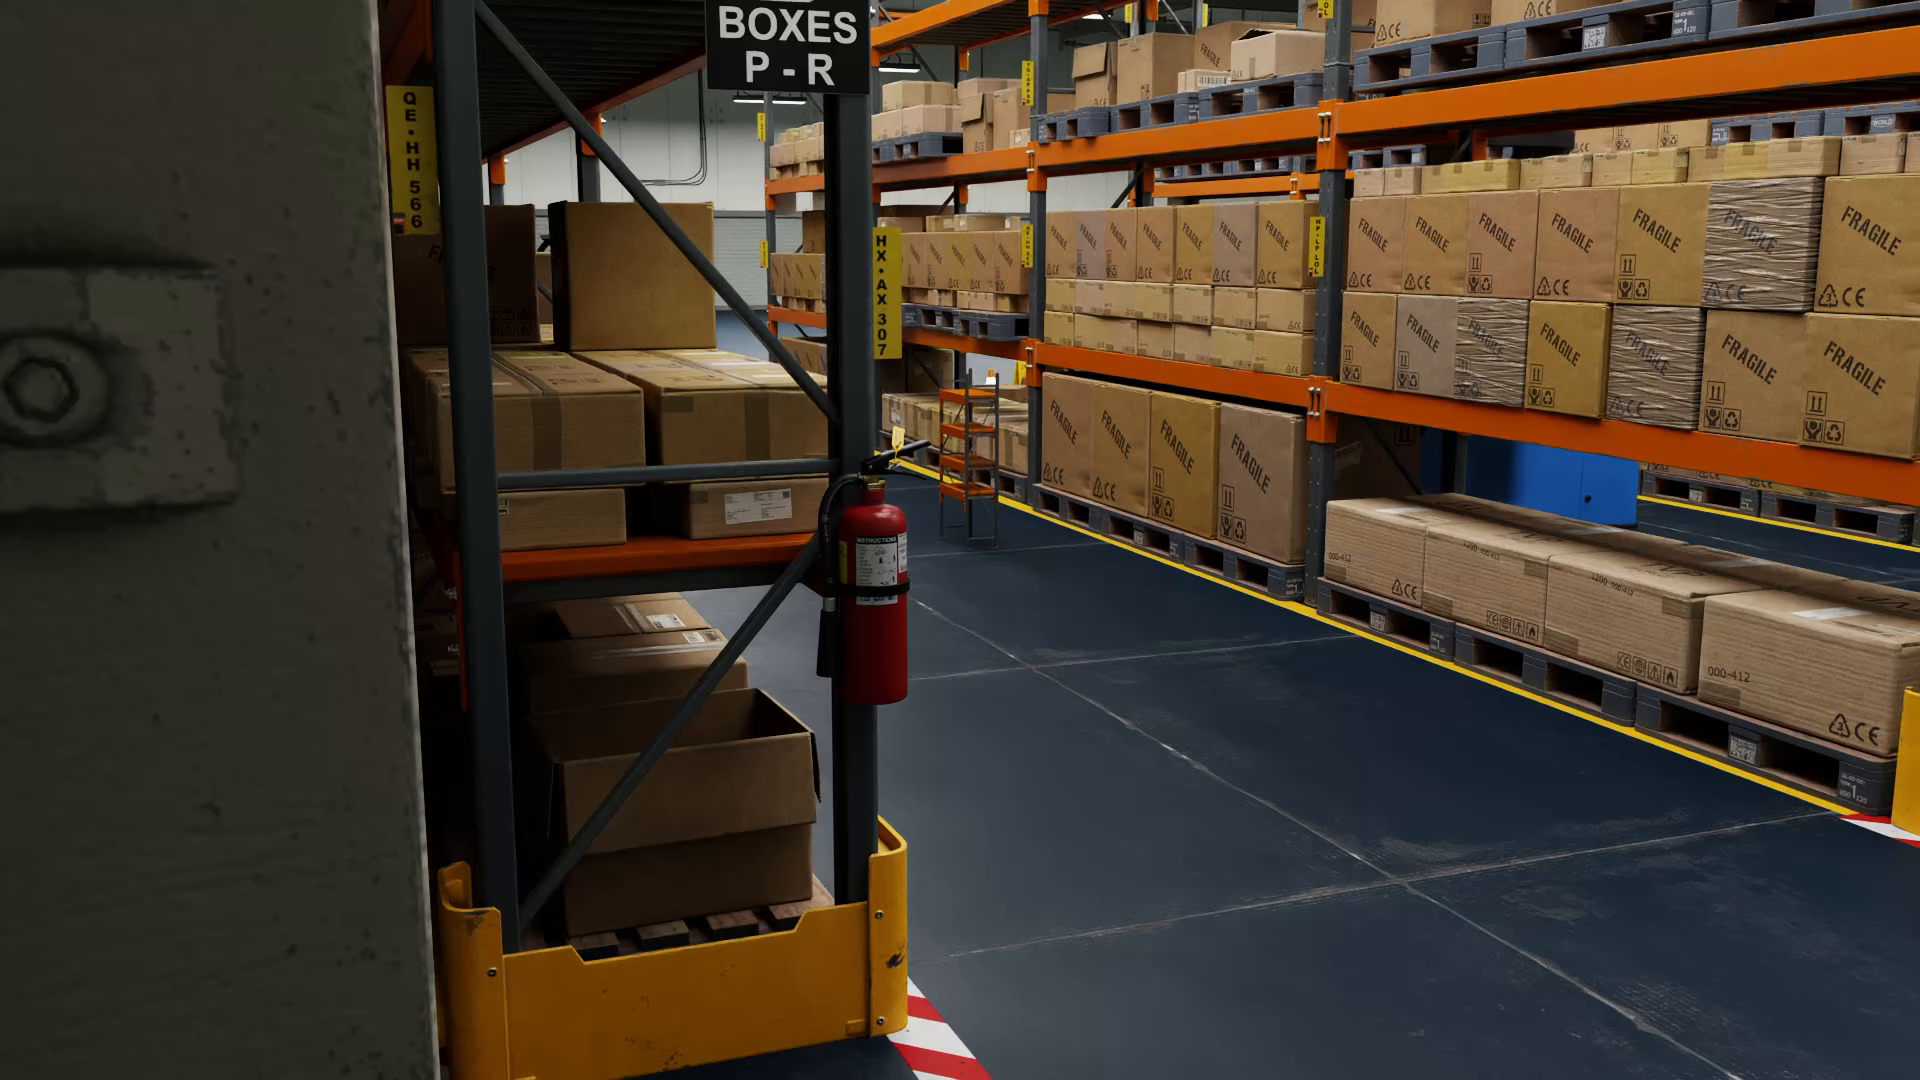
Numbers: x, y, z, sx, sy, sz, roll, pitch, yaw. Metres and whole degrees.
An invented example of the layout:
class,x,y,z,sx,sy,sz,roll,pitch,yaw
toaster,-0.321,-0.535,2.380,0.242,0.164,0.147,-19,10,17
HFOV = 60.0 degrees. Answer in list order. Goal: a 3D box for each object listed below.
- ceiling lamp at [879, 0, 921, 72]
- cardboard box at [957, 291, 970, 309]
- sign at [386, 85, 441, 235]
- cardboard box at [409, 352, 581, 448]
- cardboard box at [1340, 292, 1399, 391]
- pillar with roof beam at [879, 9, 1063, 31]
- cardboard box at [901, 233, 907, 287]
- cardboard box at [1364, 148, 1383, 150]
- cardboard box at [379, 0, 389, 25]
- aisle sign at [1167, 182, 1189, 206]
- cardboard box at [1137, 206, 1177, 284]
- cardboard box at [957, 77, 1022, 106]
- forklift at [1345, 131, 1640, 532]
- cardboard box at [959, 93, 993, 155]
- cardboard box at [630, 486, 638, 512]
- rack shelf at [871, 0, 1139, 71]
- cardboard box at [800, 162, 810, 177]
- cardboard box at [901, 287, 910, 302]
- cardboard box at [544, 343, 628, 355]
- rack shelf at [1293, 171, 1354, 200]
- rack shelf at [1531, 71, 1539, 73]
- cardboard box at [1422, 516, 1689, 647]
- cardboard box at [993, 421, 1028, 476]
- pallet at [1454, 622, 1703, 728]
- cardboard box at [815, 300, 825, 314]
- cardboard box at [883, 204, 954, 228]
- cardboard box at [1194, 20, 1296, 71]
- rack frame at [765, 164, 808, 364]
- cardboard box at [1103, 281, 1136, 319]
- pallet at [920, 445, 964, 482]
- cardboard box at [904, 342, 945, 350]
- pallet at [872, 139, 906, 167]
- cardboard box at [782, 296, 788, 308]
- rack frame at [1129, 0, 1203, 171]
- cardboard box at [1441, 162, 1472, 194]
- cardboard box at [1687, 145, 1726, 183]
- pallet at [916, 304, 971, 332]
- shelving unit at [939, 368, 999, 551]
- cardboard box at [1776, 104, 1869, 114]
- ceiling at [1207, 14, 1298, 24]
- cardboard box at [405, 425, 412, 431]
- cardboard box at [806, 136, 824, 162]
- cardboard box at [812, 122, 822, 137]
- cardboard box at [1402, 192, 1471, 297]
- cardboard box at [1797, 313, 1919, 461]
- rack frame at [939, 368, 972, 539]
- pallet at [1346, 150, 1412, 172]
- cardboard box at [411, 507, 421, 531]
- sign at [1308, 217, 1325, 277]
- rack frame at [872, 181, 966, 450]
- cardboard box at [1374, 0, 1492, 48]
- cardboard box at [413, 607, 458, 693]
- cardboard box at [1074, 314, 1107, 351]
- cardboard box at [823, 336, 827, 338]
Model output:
class,x,y,z,sx,sy,sz,roll,pitch,yaw
ceiling lamp,-1.941,-11.973,36.673,2.000,3.185,0.800,-4,11,-21
cardboard box,0.194,-2.061,14.268,0.380,0.149,0.250,-4,11,-20
sign,-1.224,-0.849,3.725,0.100,0.325,0.005,-4,11,-21
cardboard box,-1.475,-0.451,5.278,0.500,0.250,0.500,-4,11,-19
cardboard box,2.402,-1.080,8.946,0.500,0.500,0.500,-4,11,-19
pillar with roof beam,-0.064,-15.948,50.846,6.894,0.400,0.400,-4,11,-21
cardboard box,-0.339,-2.656,15.756,0.500,0.500,0.500,-4,11,-21
cardboard box,4.559,-4.314,17.792,0.500,0.250,0.500,-4,11,-20
cardboard box,-1.848,-1.879,5.877,0.380,0.149,0.250,-4,11,-20
aisle sign,2.958,-4.724,22.293,0.394,0.787,0.004,-4,11,-21
cardboard box,1.518,-1.974,11.117,0.500,0.500,0.500,-4,11,-20
cardboard box,0.296,-4.034,15.074,0.500,0.250,0.500,-4,11,-20
forklift,3.297,-1.452,11.519,1.130,2.935,3.031,-4,11,-21
cardboard box,0.447,-3.551,14.267,0.797,0.503,0.637,-4,11,-21
cardboard box,-0.826,-0.182,4.901,0.380,0.149,0.250,-4,11,-22
rack shelf,0.301,-4.506,14.557,1.077,0.370,4.000,-4,11,-21
cardboard box,-1.583,-4.150,18.645,0.380,0.149,0.250,-4,11,-20
cardboard box,-0.435,-2.361,15.953,0.380,0.149,0.250,-4,11,-20
cardboard box,-1.188,-0.566,5.921,0.500,0.250,0.500,-4,11,-22
rack shelf,4.878,-3.556,16.643,1.077,0.370,4.000,-4,11,-21
rack shelf,8.088,-5.983,21.728,1.077,0.370,4.000,-4,11,-21
cardboard box,2.928,0.186,8.230,0.875,0.438,0.875,-4,11,-23
cardboard box,0.831,-0.782,13.864,0.950,0.372,0.625,-5,11,-25
pallet,3.124,0.578,7.876,1.003,0.211,1.213,-4,11,-21
cardboard box,-1.387,-2.588,18.427,0.380,0.149,0.250,-4,11,-20
cardboard box,-0.381,-3.203,17.178,0.700,0.500,0.500,-4,11,-21
cardboard box,1.935,-3.240,11.327,0.500,0.500,0.500,-4,11,-20
rack frame,-1.873,-3.082,20.490,1.000,3.000,0.127,-4,11,-21
cardboard box,1.335,-1.684,11.629,0.500,0.250,0.500,-4,11,-21
pallet,0.306,-0.730,15.229,1.003,0.211,1.213,-4,11,-21
cardboard box,-0.375,-2.109,17.675,0.380,0.149,0.250,-4,11,-20
pallet,-0.299,-3.706,15.969,1.213,0.211,1.003,-4,11,-21
cardboard box,-1.943,-2.890,20.126,0.380,0.149,0.250,-4,11,-21
rack frame,2.704,-6.367,21.823,1.000,3.000,0.127,-4,11,-21
cardboard box,2.621,-1.792,8.244,0.380,0.149,0.250,-4,11,-21
cardboard box,3.240,-1.545,6.855,0.380,0.149,0.250,-4,11,-21
pallet,0.271,-2.003,14.968,1.003,0.211,1.213,-4,11,-21
shelving unit,0.060,-0.564,11.469,0.258,1.200,0.503,-4,11,-21
cardboard box,6.615,-3.449,12.493,0.797,0.503,0.637,-4,11,-22
ceiling,10.301,-16.799,54.777,6.000,0.001,6.000,-4,11,-21
cardboard box,-1.677,-0.317,5.659,0.380,0.149,0.250,-4,11,-21
cardboard box,-1.388,-4.282,18.250,0.500,0.250,0.500,-4,11,-20
cardboard box,-1.392,-4.460,18.111,0.380,0.149,0.250,-4,11,-20
cardboard box,2.600,-1.489,8.393,0.500,0.500,0.500,-4,11,-22
cardboard box,3.504,-0.582,6.147,0.500,0.500,0.500,-4,11,-21
rack frame,-0.028,-0.604,11.693,0.240,1.200,0.015,-4,11,-21
pallet,4.532,-3.996,17.609,0.805,0.209,1.217,-4,11,-23
cardboard box,-2.551,-0.145,8.064,0.380,0.149,0.250,-4,11,-23
sign,1.973,-1.619,9.181,0.100,0.325,0.005,-4,11,-21
rack frame,-0.423,-2.430,16.820,1.000,3.000,0.127,-4,11,-21
cardboard box,2.493,-2.796,8.547,0.500,0.500,0.500,-4,11,-20
cardboard box,-2.130,0.432,7.212,0.500,0.311,0.500,-3,11,-19
cardboard box,1.172,-1.524,12.158,0.500,0.250,0.500,-4,11,-23
cardboard box,-1.339,-2.190,19.986,0.500,0.500,0.500,-4,11,-21
